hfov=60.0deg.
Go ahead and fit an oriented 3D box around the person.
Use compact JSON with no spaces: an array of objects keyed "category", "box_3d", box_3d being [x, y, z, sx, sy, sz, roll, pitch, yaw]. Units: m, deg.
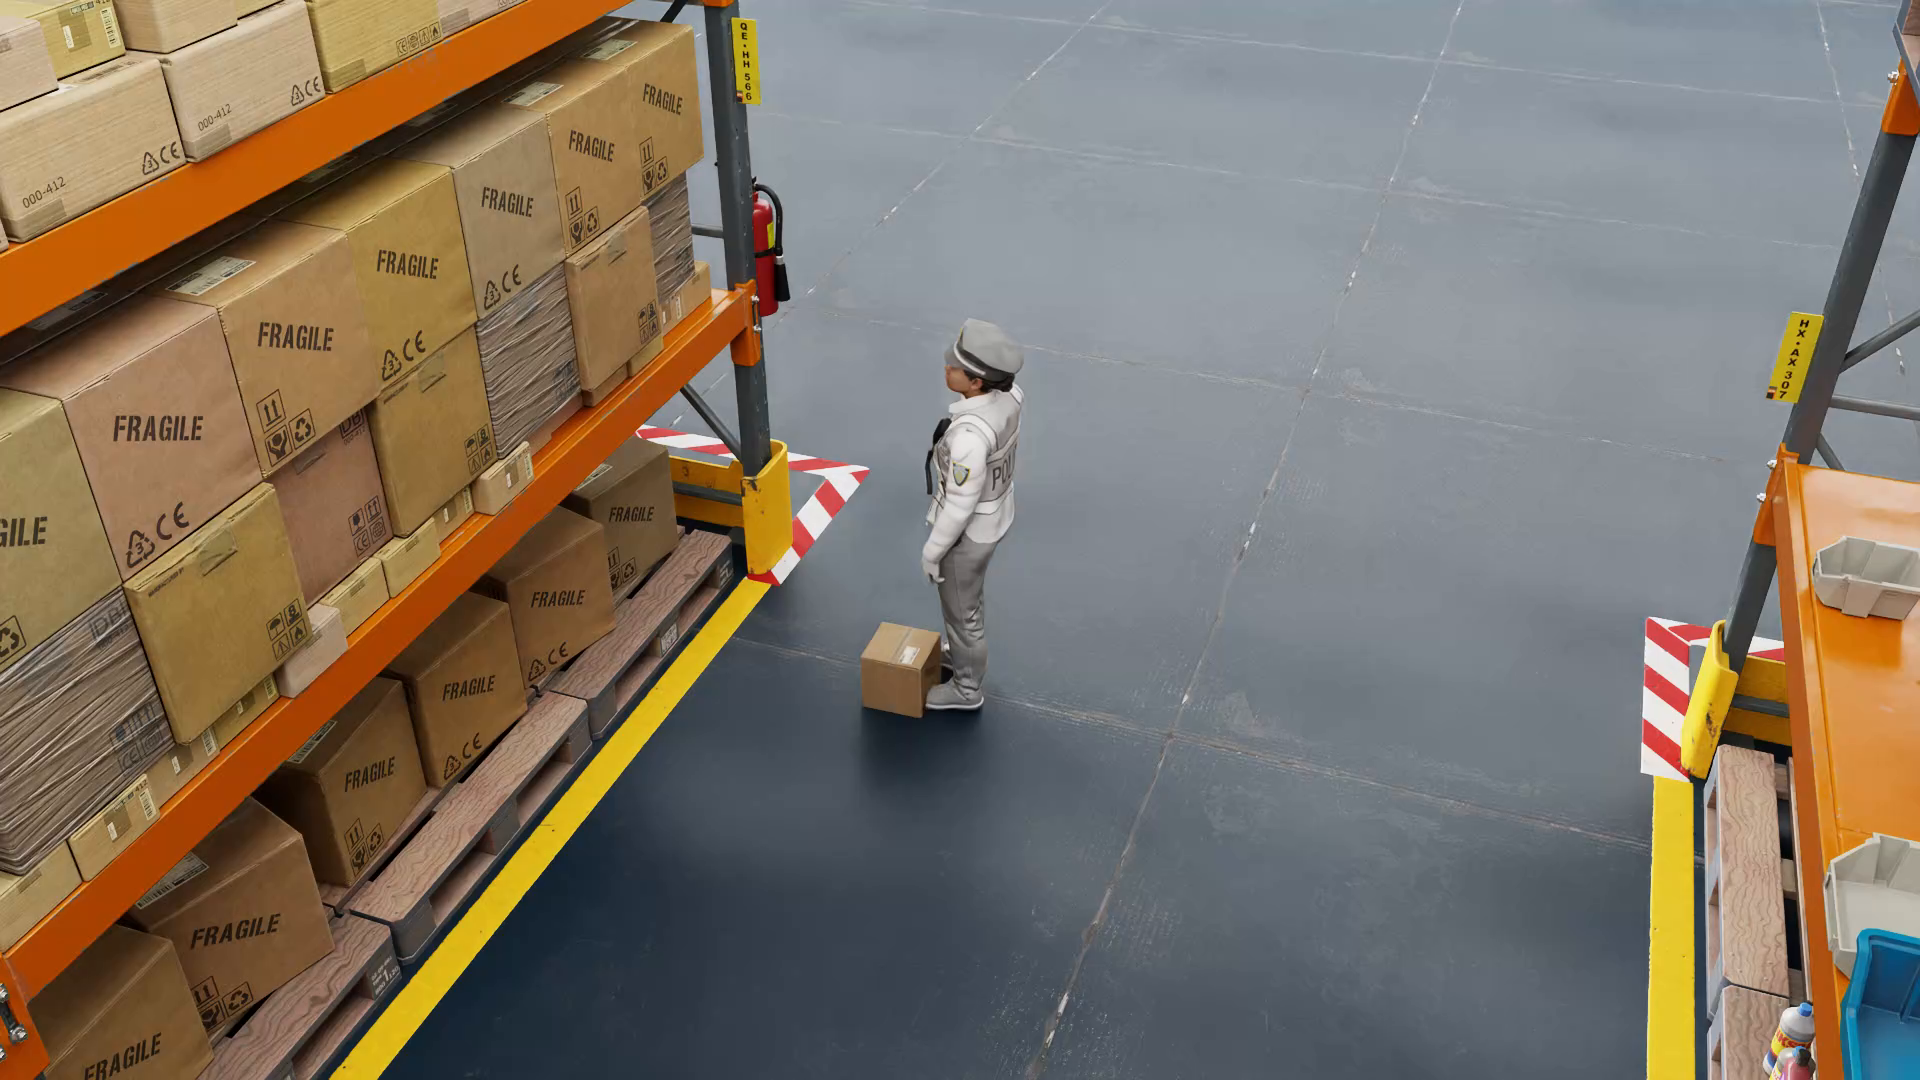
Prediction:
[{"category":"person","box_3d":[-0.028,-0.069,6.198,0.535,1.695,0.580,11,35,16]}]
